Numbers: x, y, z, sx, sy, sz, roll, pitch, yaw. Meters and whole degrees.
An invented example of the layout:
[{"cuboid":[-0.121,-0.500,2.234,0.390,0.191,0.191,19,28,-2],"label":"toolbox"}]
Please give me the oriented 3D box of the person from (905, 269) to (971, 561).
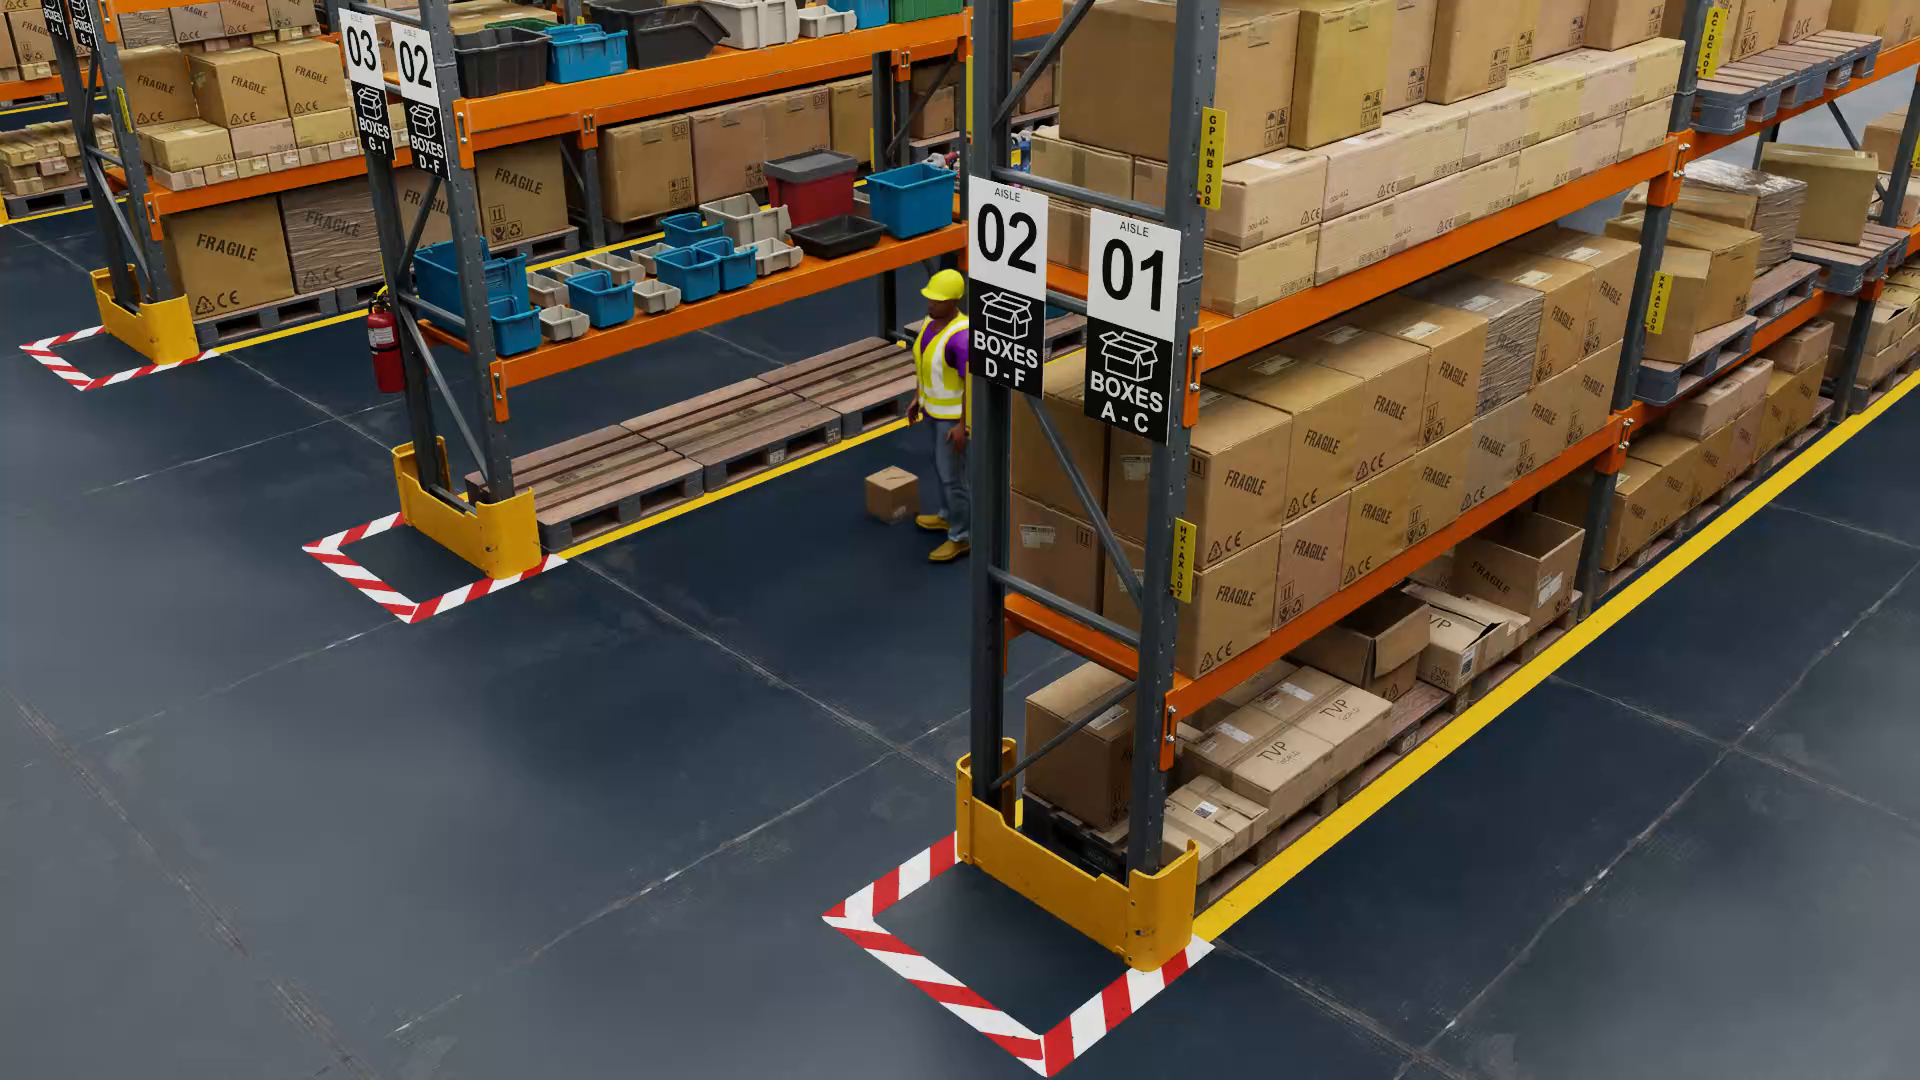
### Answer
[{"cuboid":[-0.097,-0.767,10.012,0.376,1.767,0.629,-11,30,-20],"label":"person"}]
